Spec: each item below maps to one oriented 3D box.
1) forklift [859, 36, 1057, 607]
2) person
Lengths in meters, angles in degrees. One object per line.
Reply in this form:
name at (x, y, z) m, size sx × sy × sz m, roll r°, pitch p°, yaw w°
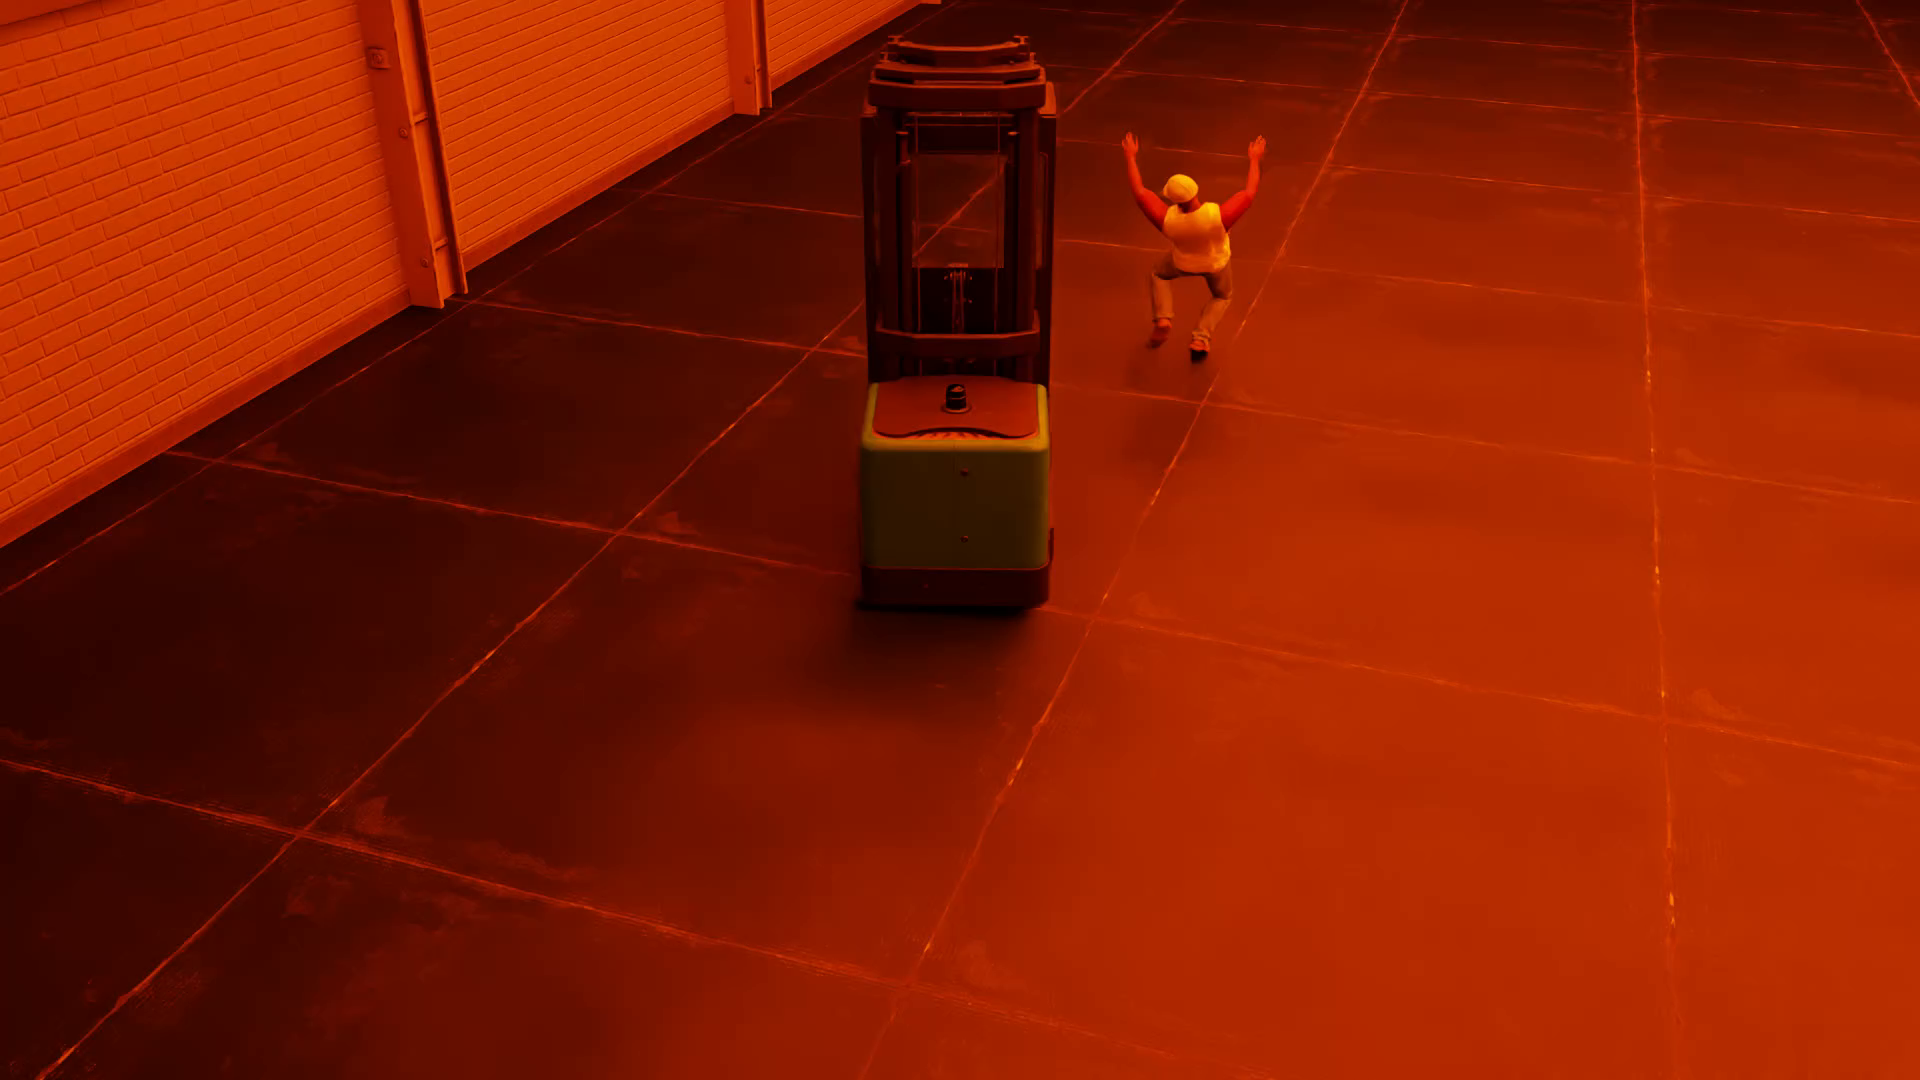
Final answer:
forklift at (-0.002, -1.592, 9.929) m, size 1.130 × 2.935 × 3.031 m, roll 1°, pitch 30°, yaw 1°
person at (1.638, -2.139, 12.231) m, size 1.011 × 1.627 × 0.773 m, roll 8°, pitch 31°, yaw 14°
